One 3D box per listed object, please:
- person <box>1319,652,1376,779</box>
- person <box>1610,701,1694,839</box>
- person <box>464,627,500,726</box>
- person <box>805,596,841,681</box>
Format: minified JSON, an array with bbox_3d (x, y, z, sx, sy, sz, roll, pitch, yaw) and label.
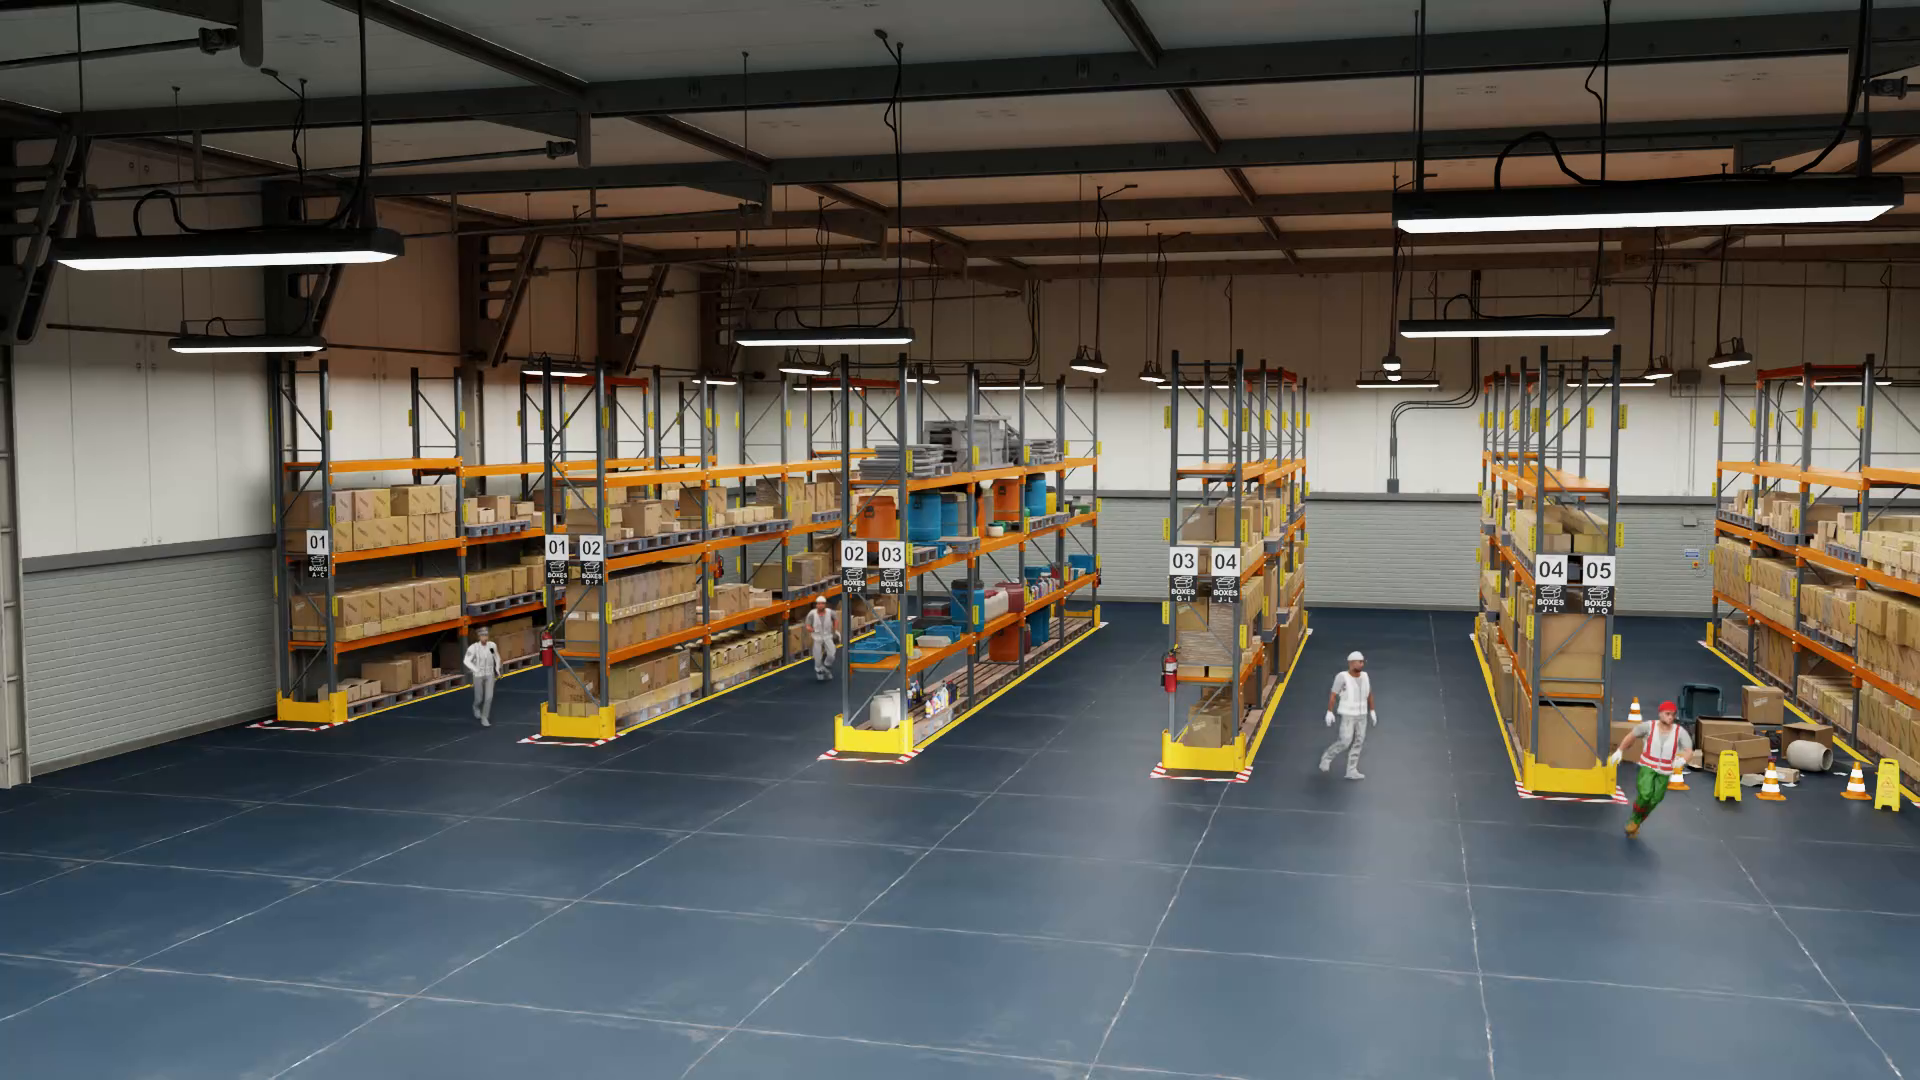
[{"bbox_3d":[5.411,2.439,23.246,0.679,1.774,0.602,-2,5,-29],"label":"person"},{"bbox_3d":[8.273,2.747,19.786,0.845,1.691,0.715,0,4,5],"label":"person"},{"bbox_3d":[-7.877,2.227,27.421,0.609,1.643,0.718,-2,5,-26],"label":"person"},{"bbox_3d":[-2.594,1.886,31.610,0.702,1.681,0.864,-1,4,-10],"label":"person"}]
